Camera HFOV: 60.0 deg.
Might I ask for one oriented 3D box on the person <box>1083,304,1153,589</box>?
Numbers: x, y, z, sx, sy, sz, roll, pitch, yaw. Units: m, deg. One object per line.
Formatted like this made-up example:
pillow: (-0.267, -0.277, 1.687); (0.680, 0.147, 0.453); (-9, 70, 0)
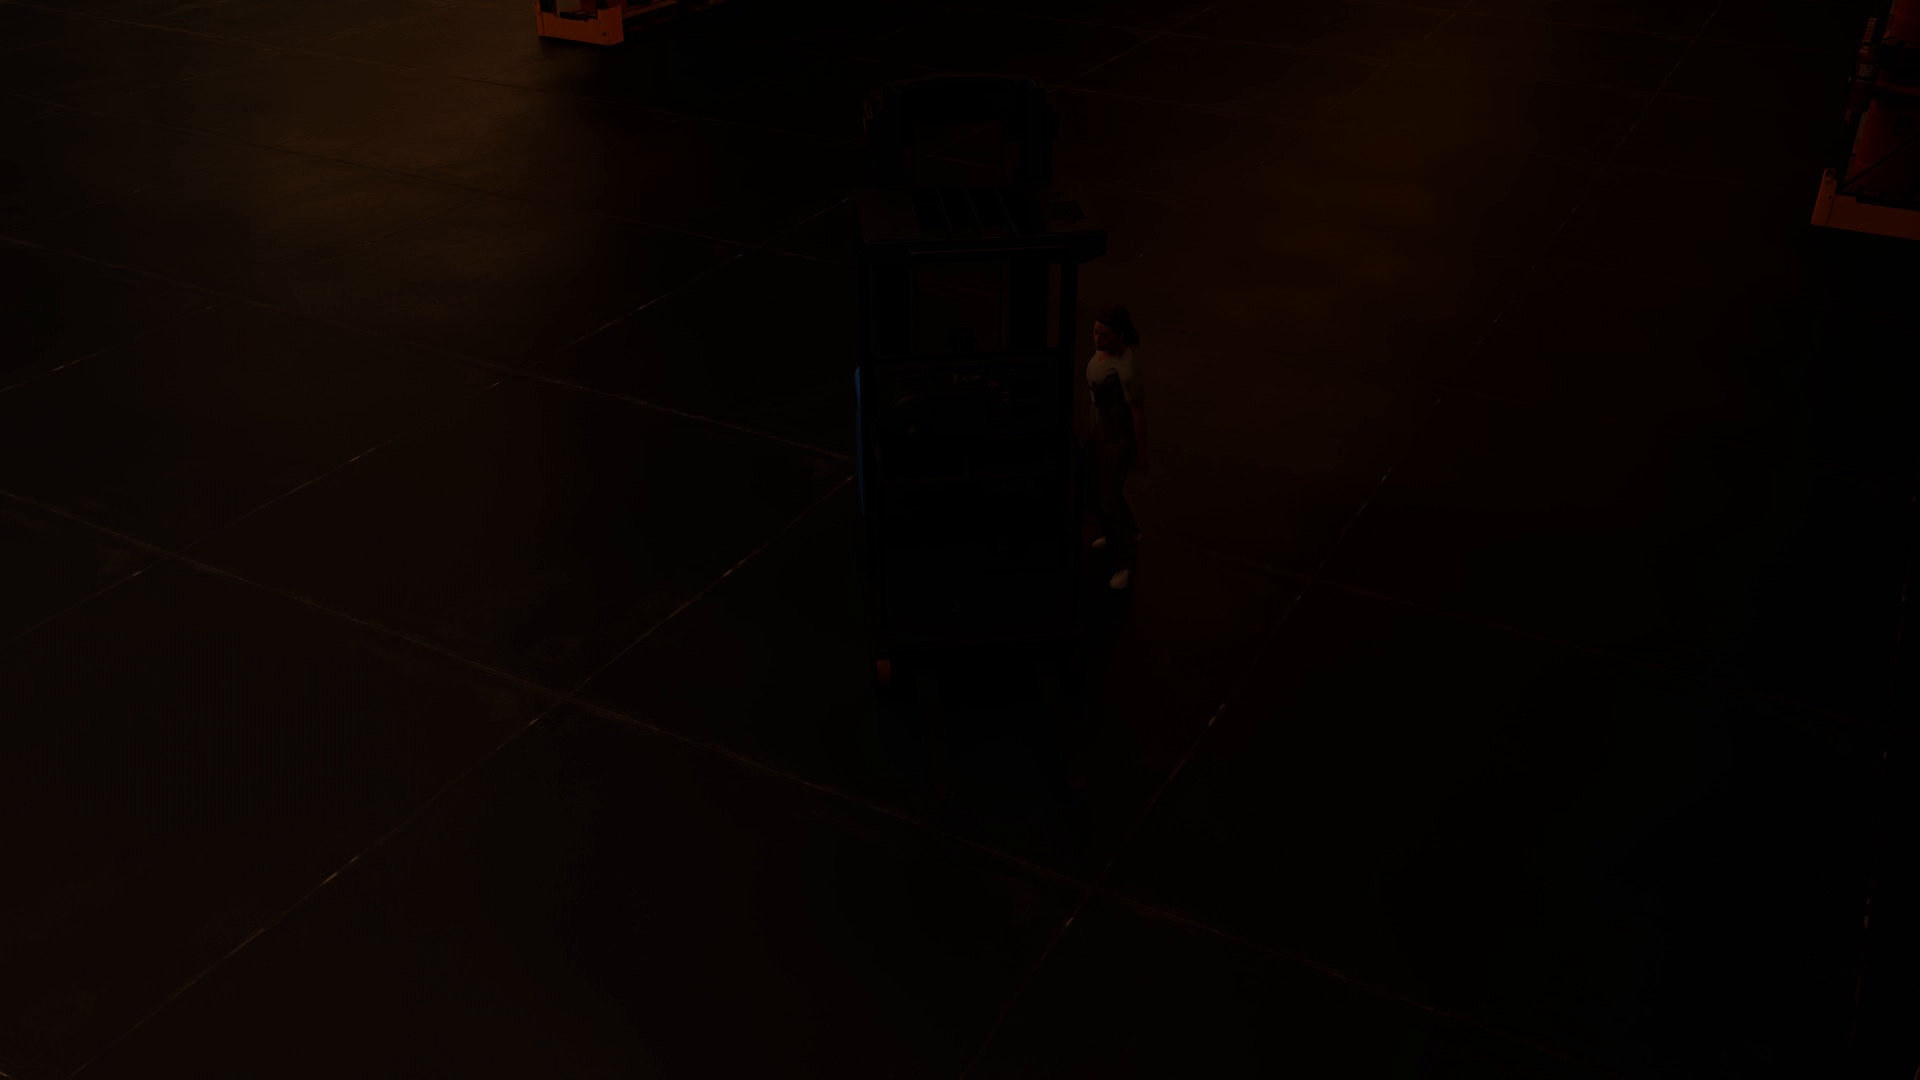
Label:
person: (0.908, -0.594, 9.439); (0.424, 1.642, 0.799); (-6, 30, -10)

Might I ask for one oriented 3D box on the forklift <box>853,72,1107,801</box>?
forklift: (0.066, -0.671, 8.234); (1.130, 2.935, 3.031); (-3, 30, -6)
